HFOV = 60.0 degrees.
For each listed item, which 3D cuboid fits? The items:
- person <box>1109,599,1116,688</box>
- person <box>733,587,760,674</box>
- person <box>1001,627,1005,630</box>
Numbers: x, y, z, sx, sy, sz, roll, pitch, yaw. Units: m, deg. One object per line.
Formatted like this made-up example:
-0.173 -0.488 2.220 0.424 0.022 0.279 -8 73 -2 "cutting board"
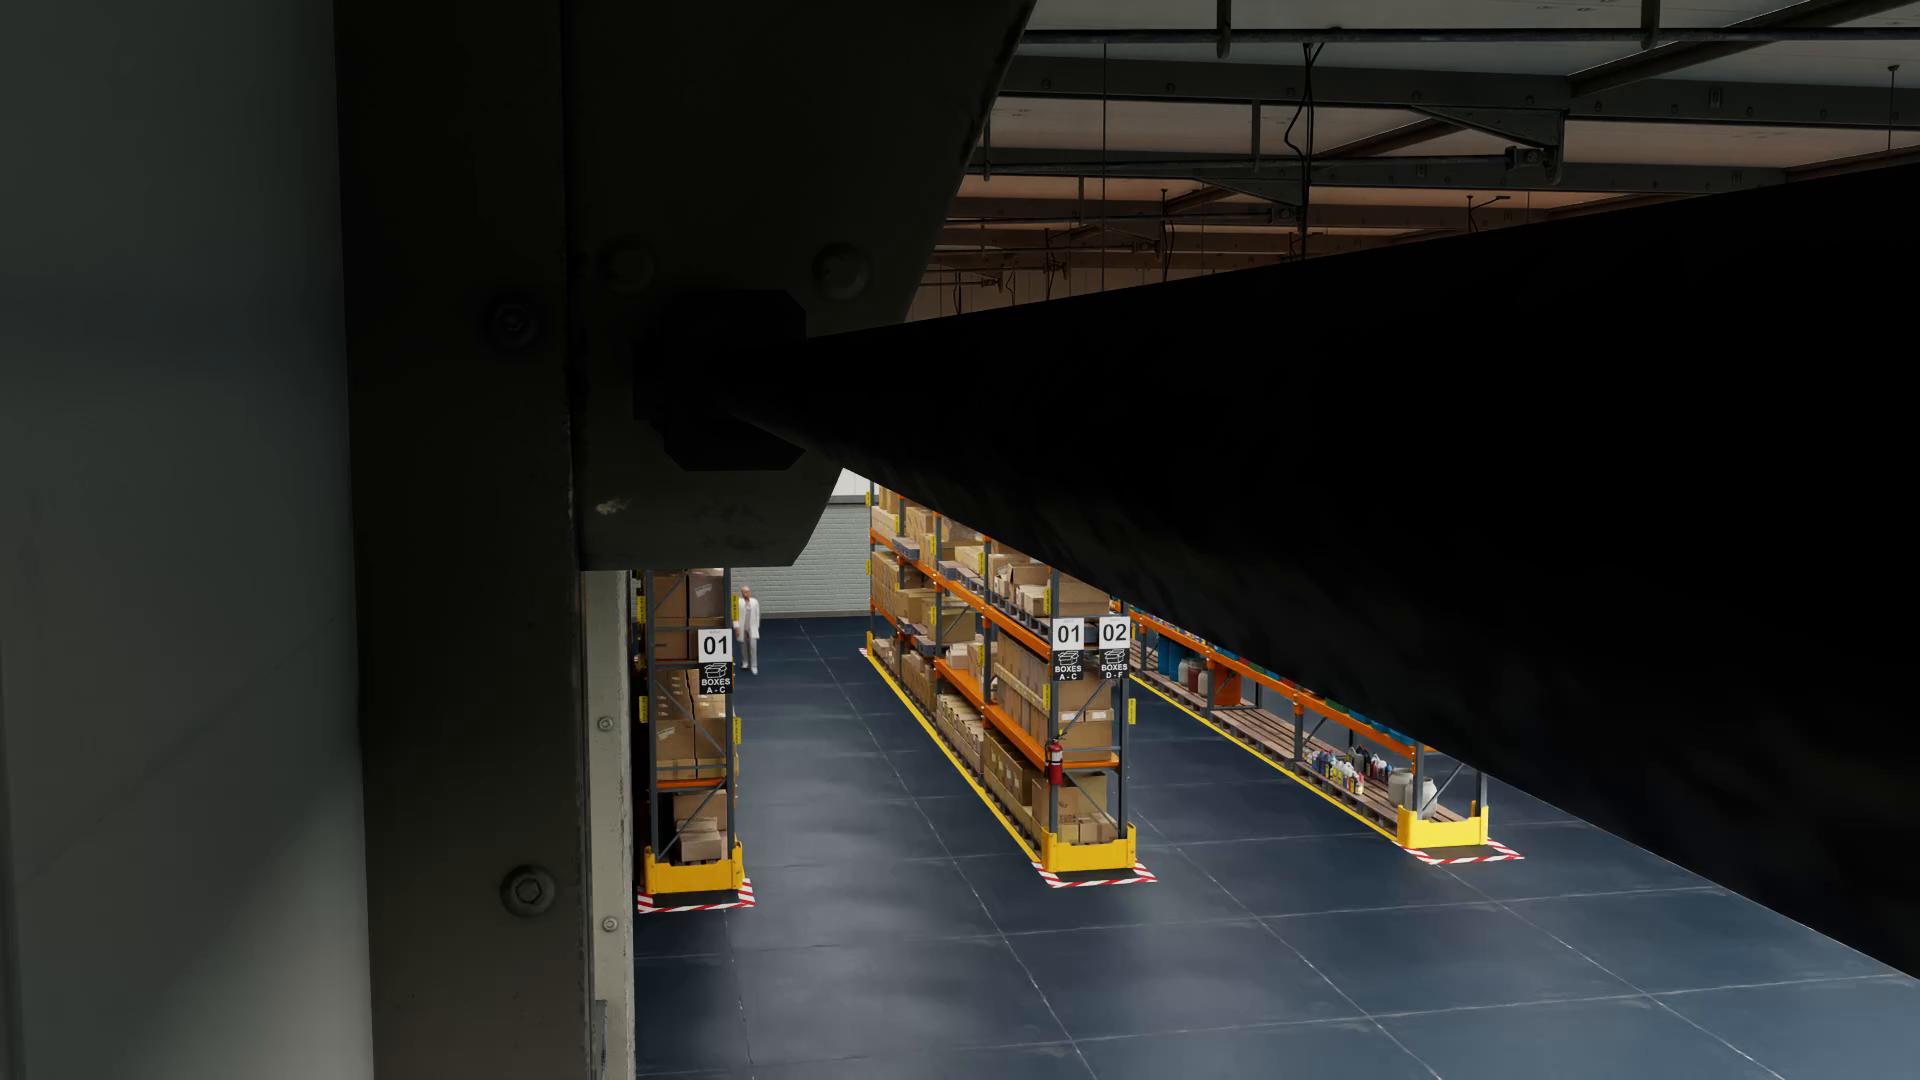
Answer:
2.890 2.026 32.767 0.400 1.764 0.636 -2 6 -22 "person"
-4.433 1.848 34.494 0.566 1.743 1.019 -1 6 -9 "person"
1.127 1.617 37.526 0.527 1.597 0.928 0 6 -4 "person"
